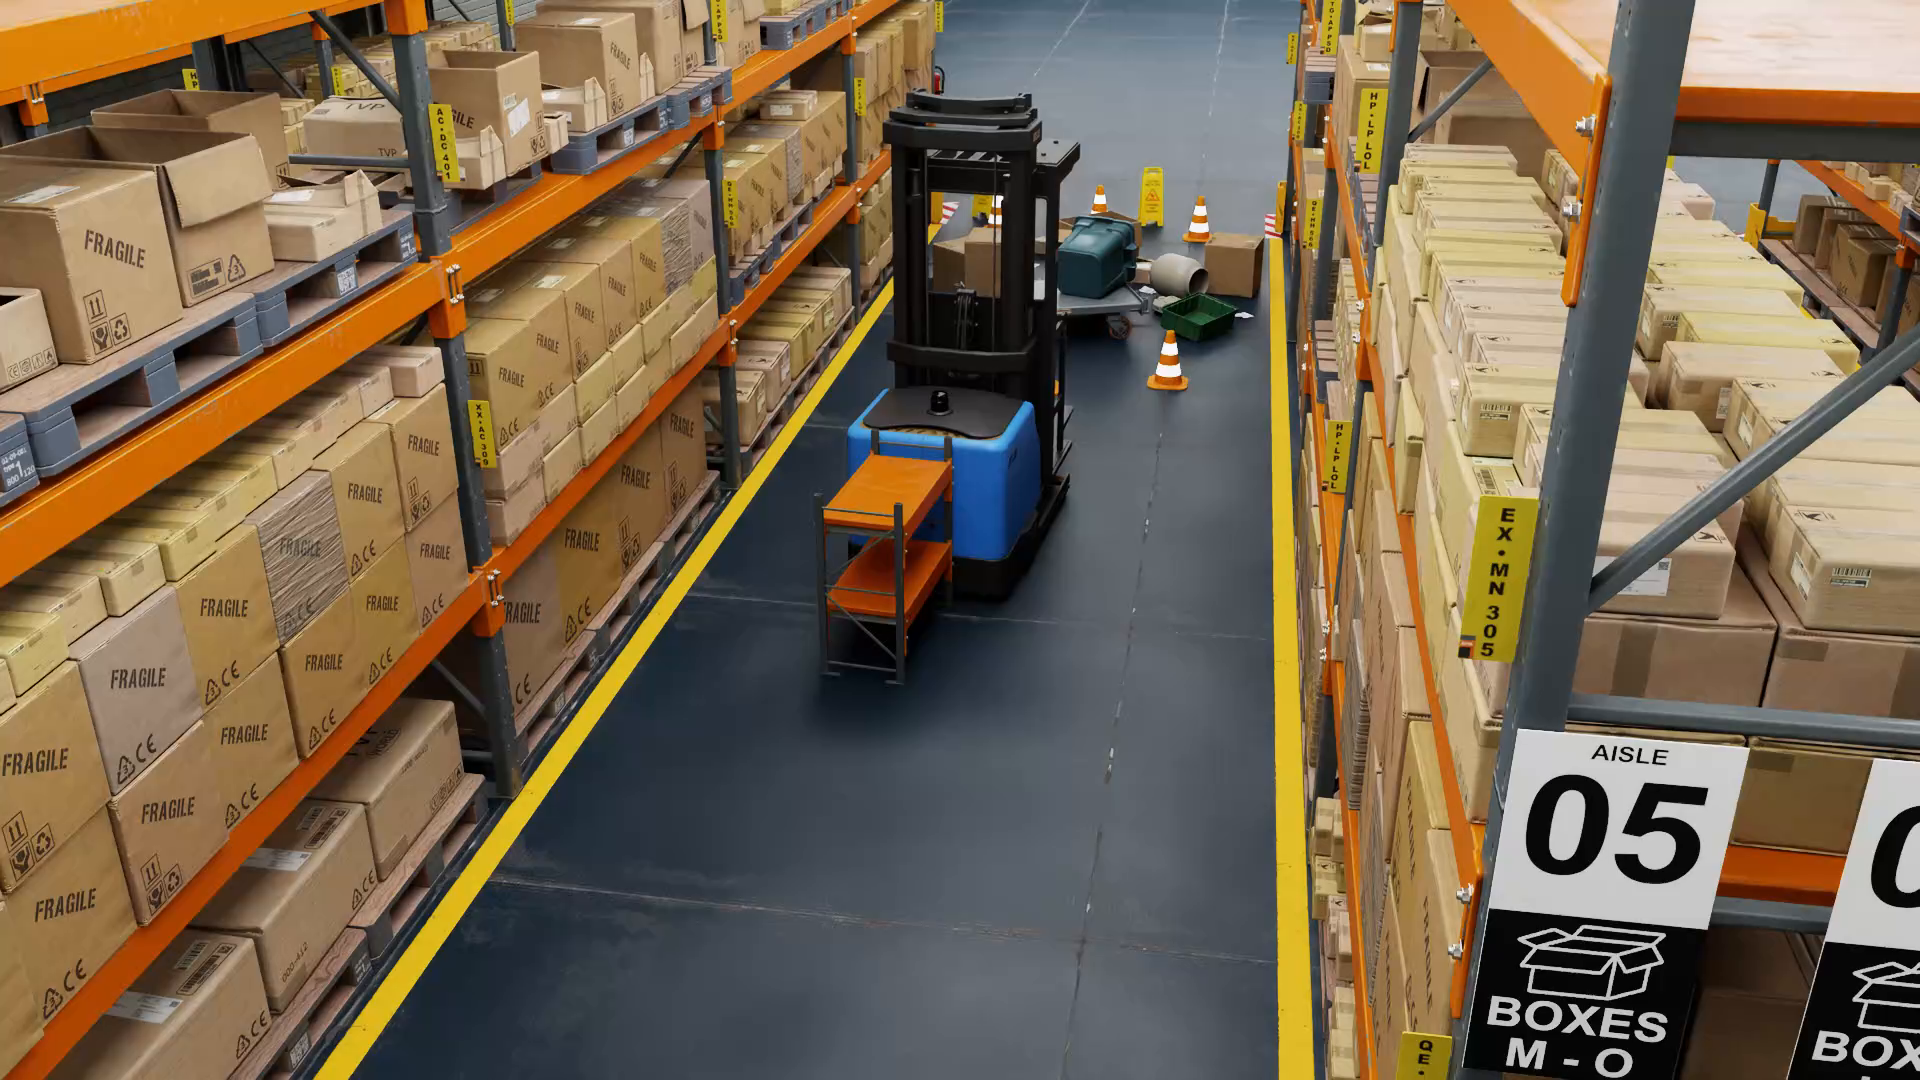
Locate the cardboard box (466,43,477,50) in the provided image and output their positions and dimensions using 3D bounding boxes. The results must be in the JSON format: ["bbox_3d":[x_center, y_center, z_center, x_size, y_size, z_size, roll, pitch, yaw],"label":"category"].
[{"bbox_3d":[-5.573,-5.418,18.403,0.380,0.149,0.250,4,25,10],"label":"cardboard box"}]

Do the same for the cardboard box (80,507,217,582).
[{"bbox_3d":[-2.768,0.011,5.626,0.380,0.149,0.250,3,25,7],"label":"cardboard box"}]

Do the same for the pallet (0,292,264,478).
[{"bbox_3d":[-3.087,-0.563,5.482,1.003,0.211,1.213,4,25,9],"label":"pallet"}]

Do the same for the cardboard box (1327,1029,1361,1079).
[{"bbox_3d":[1.543,1.946,6.071,0.380,0.149,0.250,4,25,9],"label":"cardboard box"}]

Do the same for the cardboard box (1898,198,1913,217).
[{"bbox_3d":[8.089,-2.751,13.885,0.380,0.149,0.250,4,25,9],"label":"cardboard box"}]

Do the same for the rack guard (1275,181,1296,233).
[{"bbox_3d":[4.124,-3.691,18.546,1.175,0.500,0.348,4,25,9],"label":"rack guard"}]

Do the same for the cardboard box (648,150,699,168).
[{"bbox_3d":[-2.213,-2.565,12.227,0.500,0.500,0.500,4,25,8],"label":"cardboard box"}]

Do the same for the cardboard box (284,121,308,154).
[{"bbox_3d":[-6.159,-3.719,15.244,0.500,0.250,0.500,3,25,7],"label":"cardboard box"}]

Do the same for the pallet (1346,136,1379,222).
[{"bbox_3d":[2.532,-1.753,8.140,1.213,0.211,1.003,4,25,9],"label":"pallet"}]

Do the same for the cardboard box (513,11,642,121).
[{"bbox_3d":[-2.089,-2.605,9.125,0.500,0.500,0.500,4,25,9],"label":"cardboard box"}]

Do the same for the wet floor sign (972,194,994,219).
[{"bbox_3d":[0.307,-4.053,19.148,0.267,0.644,0.232,13,28,26],"label":"wet floor sign"}]

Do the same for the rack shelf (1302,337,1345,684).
[{"bbox_3d":[2.486,-0.305,9.212,1.077,0.370,4.000,4,25,9],"label":"rack shelf"}]

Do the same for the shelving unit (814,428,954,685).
[{"bbox_3d":[-0.424,0.078,9.756,0.538,1.125,1.048,7,26,14],"label":"shelving unit"}]

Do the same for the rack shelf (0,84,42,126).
[{"bbox_3d":[-7.311,-2.307,9.950,1.077,0.370,4.000,4,25,9],"label":"rack shelf"}]

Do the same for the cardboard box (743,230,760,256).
[{"bbox_3d":[-1.681,-2.195,12.202,0.380,0.149,0.250,2,25,5],"label":"cardboard box"}]

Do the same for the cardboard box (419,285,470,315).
[{"bbox_3d":[-2.838,-1.015,8.582,0.500,0.500,0.500,5,25,10],"label":"cardboard box"}]

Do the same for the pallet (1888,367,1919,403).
[{"bbox_3d":[8.218,-1.166,13.492,1.003,0.211,1.213,4,25,9],"label":"pallet"}]

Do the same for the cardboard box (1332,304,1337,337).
[{"bbox_3d":[2.541,-1.371,10.441,0.380,0.149,0.250,4,25,8],"label":"cardboard box"}]

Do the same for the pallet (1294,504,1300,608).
[{"bbox_3d":[2.684,0.122,10.740,1.003,0.211,1.213,4,25,9],"label":"pallet"}]

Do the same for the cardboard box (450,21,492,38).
[{"bbox_3d":[-5.528,-5.766,18.796,0.380,0.149,0.250,4,25,9],"label":"cardboard box"}]

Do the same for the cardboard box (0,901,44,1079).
[{"bbox_3d":[-3.033,1.352,4.706,0.500,0.500,0.500,4,25,8],"label":"cardboard box"}]

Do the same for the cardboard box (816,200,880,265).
[{"bbox_3d":[-1.071,-2.954,15.885,0.500,0.500,0.500,5,26,11],"label":"cardboard box"}]

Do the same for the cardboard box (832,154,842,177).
[{"bbox_3d":[-1.245,-3.283,14.527,0.380,0.149,0.250,4,25,9],"label":"cardboard box"}]

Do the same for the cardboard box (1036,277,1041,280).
[{"bbox_3d":[0.817,-2.395,16.053,0.258,0.266,0.396,-14,29,-27],"label":"cardboard box"}]

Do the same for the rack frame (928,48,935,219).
[{"bbox_3d":[-0.780,-5.114,18.637,1.000,3.000,0.127,4,25,9],"label":"rack frame"}]

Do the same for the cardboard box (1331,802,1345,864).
[{"bbox_3d":[1.795,1.278,7.148,0.380,0.149,0.250,5,26,11],"label":"cardboard box"}]

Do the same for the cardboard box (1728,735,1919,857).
[{"bbox_3d":[1.831,0.418,3.458,0.500,0.250,0.500,5,26,10],"label":"cardboard box"}]

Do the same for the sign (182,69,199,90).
[{"bbox_3d":[-3.278,-1.864,7.175,0.100,0.325,0.005,4,25,9],"label":"sign"}]

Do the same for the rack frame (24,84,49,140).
[{"bbox_3d":[-6.985,-2.111,12.221,1.000,3.000,0.127,4,25,9],"label":"rack frame"}]

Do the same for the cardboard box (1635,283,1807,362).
[{"bbox_3d":[2.066,-0.586,4.543,0.380,0.149,0.250,5,26,10],"label":"cardboard box"}]

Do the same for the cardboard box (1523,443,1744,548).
[{"bbox_3d":[1.386,-0.076,3.454,0.380,0.149,0.250,4,25,9],"label":"cardboard box"}]

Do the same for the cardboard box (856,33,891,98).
[{"bbox_3d":[-1.042,-4.455,15.581,0.700,0.500,0.500,4,25,9],"label":"cardboard box"}]

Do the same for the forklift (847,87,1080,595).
[{"bbox_3d":[0.162,-1.584,11.177,1.130,2.935,3.031,6,26,13],"label":"forklift"}]

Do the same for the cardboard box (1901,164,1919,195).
[{"bbox_3d":[8.478,-3.118,13.905,0.875,0.500,0.500,4,25,9],"label":"cardboard box"}]

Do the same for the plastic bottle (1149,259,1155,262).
[{"bbox_3d":[1.984,-2.844,17.255,0.133,0.061,0.283,-5,25,-10],"label":"plastic bottle"}]

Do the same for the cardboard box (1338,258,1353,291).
[{"bbox_3d":[2.546,-1.632,10.297,0.380,0.149,0.250,4,25,9],"label":"cardboard box"}]

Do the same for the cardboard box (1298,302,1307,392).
[{"bbox_3d":[3.293,-1.643,13.380,1.050,0.750,0.750,4,25,9],"label":"cardboard box"}]

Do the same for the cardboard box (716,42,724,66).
[{"bbox_3d":[-1.826,-3.293,11.366,0.396,0.266,0.258,4,25,9],"label":"cardboard box"}]

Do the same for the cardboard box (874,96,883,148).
[{"bbox_3d":[-1.027,-3.997,15.783,0.500,0.500,0.500,4,25,8],"label":"cardboard box"}]

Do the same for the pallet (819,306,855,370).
[{"bbox_3d":[-1.559,-1.852,14.959,1.003,0.211,1.213,4,25,9],"label":"pallet"}]

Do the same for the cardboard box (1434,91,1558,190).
[{"bbox_3d":[2.330,-1.539,6.849,0.700,0.500,0.500,4,25,9],"label":"cardboard box"}]

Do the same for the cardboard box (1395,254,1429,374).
[{"bbox_3d":[1.662,-0.709,5.276,0.500,0.250,0.500,4,25,9],"label":"cardboard box"}]

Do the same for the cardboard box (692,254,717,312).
[{"bbox_3d":[-1.916,-1.707,10.945,0.500,0.250,0.500,4,25,8],"label":"cardboard box"}]

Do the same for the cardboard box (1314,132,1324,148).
[{"bbox_3d":[3.515,-3.364,14.721,0.875,0.550,0.550,4,25,9],"label":"cardboard box"}]

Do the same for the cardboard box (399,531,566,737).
[{"bbox_3d":[-2.718,0.412,8.842,0.875,0.875,0.875,5,26,10],"label":"cardboard box"}]

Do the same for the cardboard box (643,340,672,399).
[{"bbox_3d":[-2.080,-1.047,10.124,0.500,0.250,0.500,4,25,8],"label":"cardboard box"}]

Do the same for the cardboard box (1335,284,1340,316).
[{"bbox_3d":[2.536,-1.490,10.346,0.380,0.149,0.250,5,26,11],"label":"cardboard box"}]

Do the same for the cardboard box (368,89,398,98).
[{"bbox_3d":[-5.932,-4.215,16.599,0.500,0.500,0.500,4,25,9],"label":"cardboard box"}]

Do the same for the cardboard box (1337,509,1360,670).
[{"bbox_3d":[1.830,0.215,6.783,0.500,0.500,0.500,4,25,8],"label":"cardboard box"}]

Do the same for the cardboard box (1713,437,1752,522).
[{"bbox_3d":[1.918,-0.023,3.809,0.500,0.250,0.500,4,25,8],"label":"cardboard box"}]

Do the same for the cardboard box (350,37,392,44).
[{"bbox_3d":[-6.262,-5.269,17.734,0.380,0.149,0.250,3,25,7],"label":"cardboard box"}]

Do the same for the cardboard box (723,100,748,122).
[{"bbox_3d":[-1.935,-3.471,13.399,0.380,0.149,0.250,5,26,11],"label":"cardboard box"}]

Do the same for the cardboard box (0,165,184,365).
[{"bbox_3d":[-2.917,-0.894,5.353,0.500,0.500,0.500,4,25,9],"label":"cardboard box"}]

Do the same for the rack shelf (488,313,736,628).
[{"bbox_3d":[-2.414,-0.606,9.855,1.077,0.370,4.000,4,25,9],"label":"rack shelf"}]

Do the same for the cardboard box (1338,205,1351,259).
[{"bbox_3d":[2.896,-2.153,11.013,0.700,0.500,0.500,4,25,8],"label":"cardboard box"}]

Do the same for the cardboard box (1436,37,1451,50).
[{"bbox_3d":[2.970,-2.615,9.642,0.500,0.500,0.500,4,25,9],"label":"cardboard box"}]

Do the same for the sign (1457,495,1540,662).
[{"bbox_3d":[0.961,0.072,2.975,0.100,0.325,0.005,4,25,9],"label":"sign"}]

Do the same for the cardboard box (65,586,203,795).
[{"bbox_3d":[-2.881,0.466,5.419,0.500,0.500,0.500,4,25,8],"label":"cardboard box"}]

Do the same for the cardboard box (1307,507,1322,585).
[{"bbox_3d":[2.201,0.043,9.189,0.500,0.250,0.500,3,25,6],"label":"cardboard box"}]

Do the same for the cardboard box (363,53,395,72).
[{"bbox_3d":[-5.840,-4.804,16.741,0.380,0.149,0.250,4,25,8],"label":"cardboard box"}]
